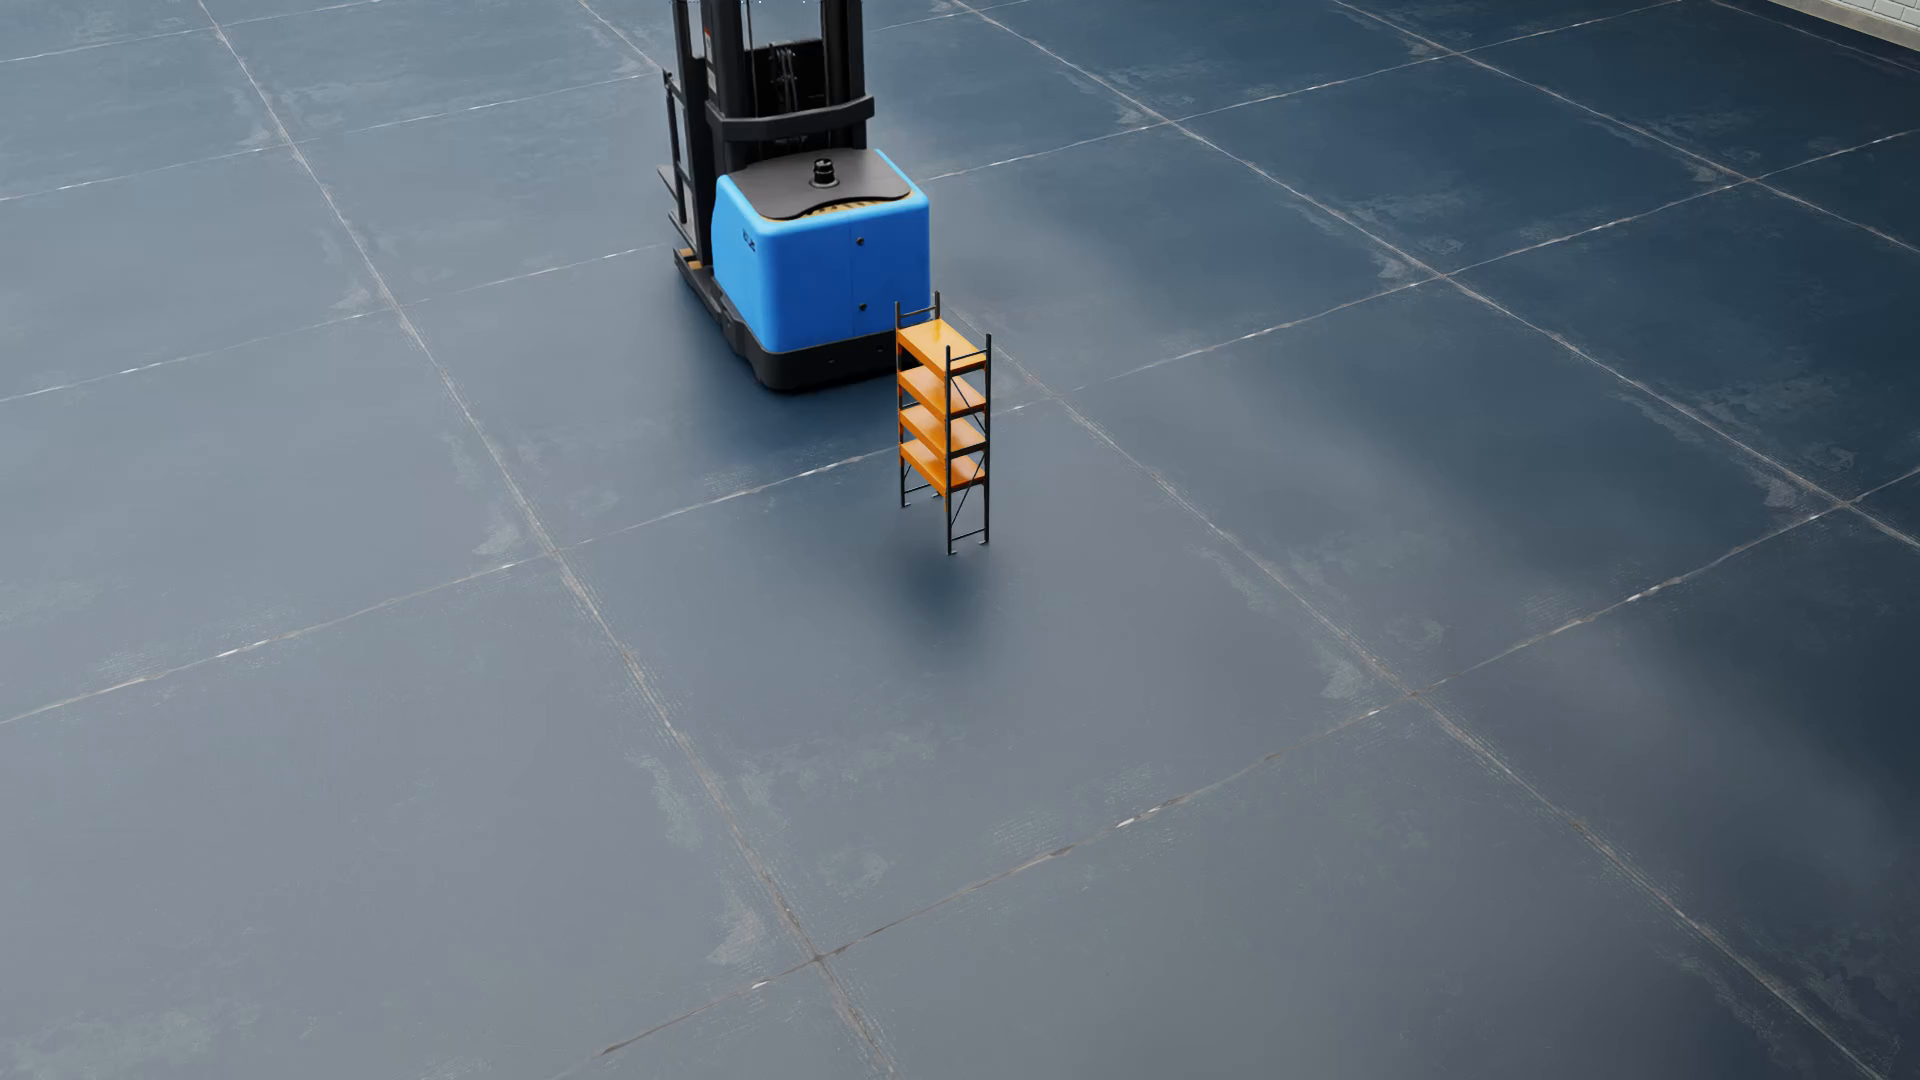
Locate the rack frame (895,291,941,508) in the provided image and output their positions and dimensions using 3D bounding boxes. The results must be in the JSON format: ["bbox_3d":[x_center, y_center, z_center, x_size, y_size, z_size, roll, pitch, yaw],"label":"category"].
[{"bbox_3d":[-0.206,-0.693,8.409,0.240,1.200,0.015,-19,40,-24],"label":"rack frame"}]

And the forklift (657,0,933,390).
[{"bbox_3d":[-1.214,-2.907,9.972,1.130,2.935,3.031,-15,39,-19],"label":"forklift"}]

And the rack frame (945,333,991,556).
[{"bbox_3d":[0.039,-0.445,8.069,0.240,1.200,0.015,-19,40,-24],"label":"rack frame"}]

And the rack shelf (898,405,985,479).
[{"bbox_3d":[-0.083,-0.515,8.279,0.258,0.148,0.480,-19,40,-24],"label":"rack shelf"}]

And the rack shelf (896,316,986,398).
[{"bbox_3d":[-0.083,-0.886,8.007,0.258,0.148,0.480,-19,40,-24],"label":"rack shelf"}]

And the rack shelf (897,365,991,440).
[{"bbox_3d":[-0.083,-0.695,8.147,0.258,0.148,0.480,-19,40,-24],"label":"rack shelf"}]

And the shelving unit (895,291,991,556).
[{"bbox_3d":[-0.083,-0.569,8.239,0.258,1.200,0.503,-19,40,-24],"label":"shelving unit"}]

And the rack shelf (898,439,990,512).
[{"bbox_3d":[-0.083,-0.354,8.396,0.258,0.148,0.480,-19,40,-24],"label":"rack shelf"}]
